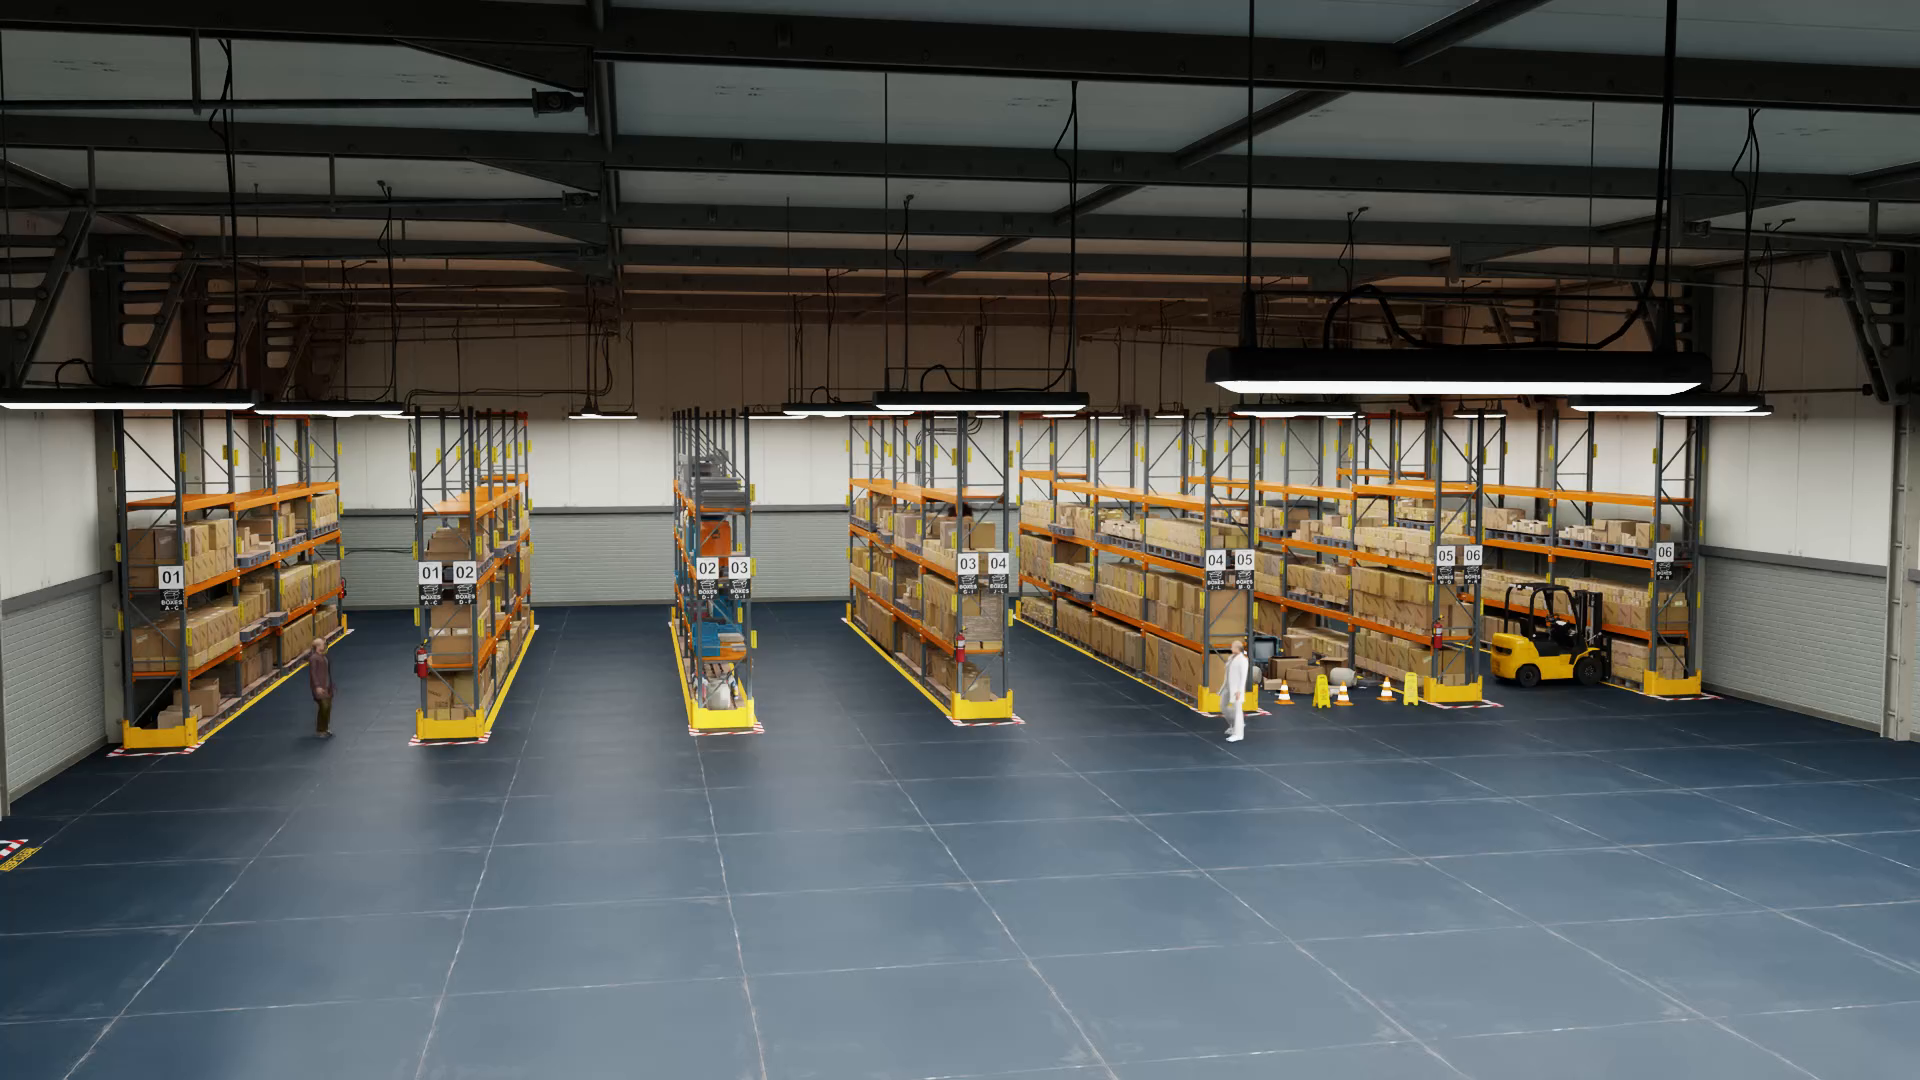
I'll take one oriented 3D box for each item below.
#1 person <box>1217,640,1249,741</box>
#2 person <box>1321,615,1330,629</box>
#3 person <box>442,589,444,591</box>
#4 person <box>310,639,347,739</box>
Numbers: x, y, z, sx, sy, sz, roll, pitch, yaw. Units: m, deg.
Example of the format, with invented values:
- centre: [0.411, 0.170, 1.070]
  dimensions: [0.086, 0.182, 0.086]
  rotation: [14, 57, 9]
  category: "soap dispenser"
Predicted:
- centre: [4.906, 2.698, 30.000]
  dimensions: [0.553, 1.808, 0.687]
  rotation: [-3, 5, -39]
  category: "person"
- centre: [9.720, 1.766, 44.749]
  dimensions: [0.547, 1.583, 0.540]
  rotation: [0, 4, 2]
  category: "person"
- centre: [-13.507, 1.798, 43.468]
  dimensions: [0.525, 1.685, 0.471]
  rotation: [0, 4, 4]
  category: "person"
- centre: [-11.546, 2.808, 30.334]
  dimensions: [0.600, 1.615, 0.708]
  rotation: [1, 4, 15]
  category: "person"
